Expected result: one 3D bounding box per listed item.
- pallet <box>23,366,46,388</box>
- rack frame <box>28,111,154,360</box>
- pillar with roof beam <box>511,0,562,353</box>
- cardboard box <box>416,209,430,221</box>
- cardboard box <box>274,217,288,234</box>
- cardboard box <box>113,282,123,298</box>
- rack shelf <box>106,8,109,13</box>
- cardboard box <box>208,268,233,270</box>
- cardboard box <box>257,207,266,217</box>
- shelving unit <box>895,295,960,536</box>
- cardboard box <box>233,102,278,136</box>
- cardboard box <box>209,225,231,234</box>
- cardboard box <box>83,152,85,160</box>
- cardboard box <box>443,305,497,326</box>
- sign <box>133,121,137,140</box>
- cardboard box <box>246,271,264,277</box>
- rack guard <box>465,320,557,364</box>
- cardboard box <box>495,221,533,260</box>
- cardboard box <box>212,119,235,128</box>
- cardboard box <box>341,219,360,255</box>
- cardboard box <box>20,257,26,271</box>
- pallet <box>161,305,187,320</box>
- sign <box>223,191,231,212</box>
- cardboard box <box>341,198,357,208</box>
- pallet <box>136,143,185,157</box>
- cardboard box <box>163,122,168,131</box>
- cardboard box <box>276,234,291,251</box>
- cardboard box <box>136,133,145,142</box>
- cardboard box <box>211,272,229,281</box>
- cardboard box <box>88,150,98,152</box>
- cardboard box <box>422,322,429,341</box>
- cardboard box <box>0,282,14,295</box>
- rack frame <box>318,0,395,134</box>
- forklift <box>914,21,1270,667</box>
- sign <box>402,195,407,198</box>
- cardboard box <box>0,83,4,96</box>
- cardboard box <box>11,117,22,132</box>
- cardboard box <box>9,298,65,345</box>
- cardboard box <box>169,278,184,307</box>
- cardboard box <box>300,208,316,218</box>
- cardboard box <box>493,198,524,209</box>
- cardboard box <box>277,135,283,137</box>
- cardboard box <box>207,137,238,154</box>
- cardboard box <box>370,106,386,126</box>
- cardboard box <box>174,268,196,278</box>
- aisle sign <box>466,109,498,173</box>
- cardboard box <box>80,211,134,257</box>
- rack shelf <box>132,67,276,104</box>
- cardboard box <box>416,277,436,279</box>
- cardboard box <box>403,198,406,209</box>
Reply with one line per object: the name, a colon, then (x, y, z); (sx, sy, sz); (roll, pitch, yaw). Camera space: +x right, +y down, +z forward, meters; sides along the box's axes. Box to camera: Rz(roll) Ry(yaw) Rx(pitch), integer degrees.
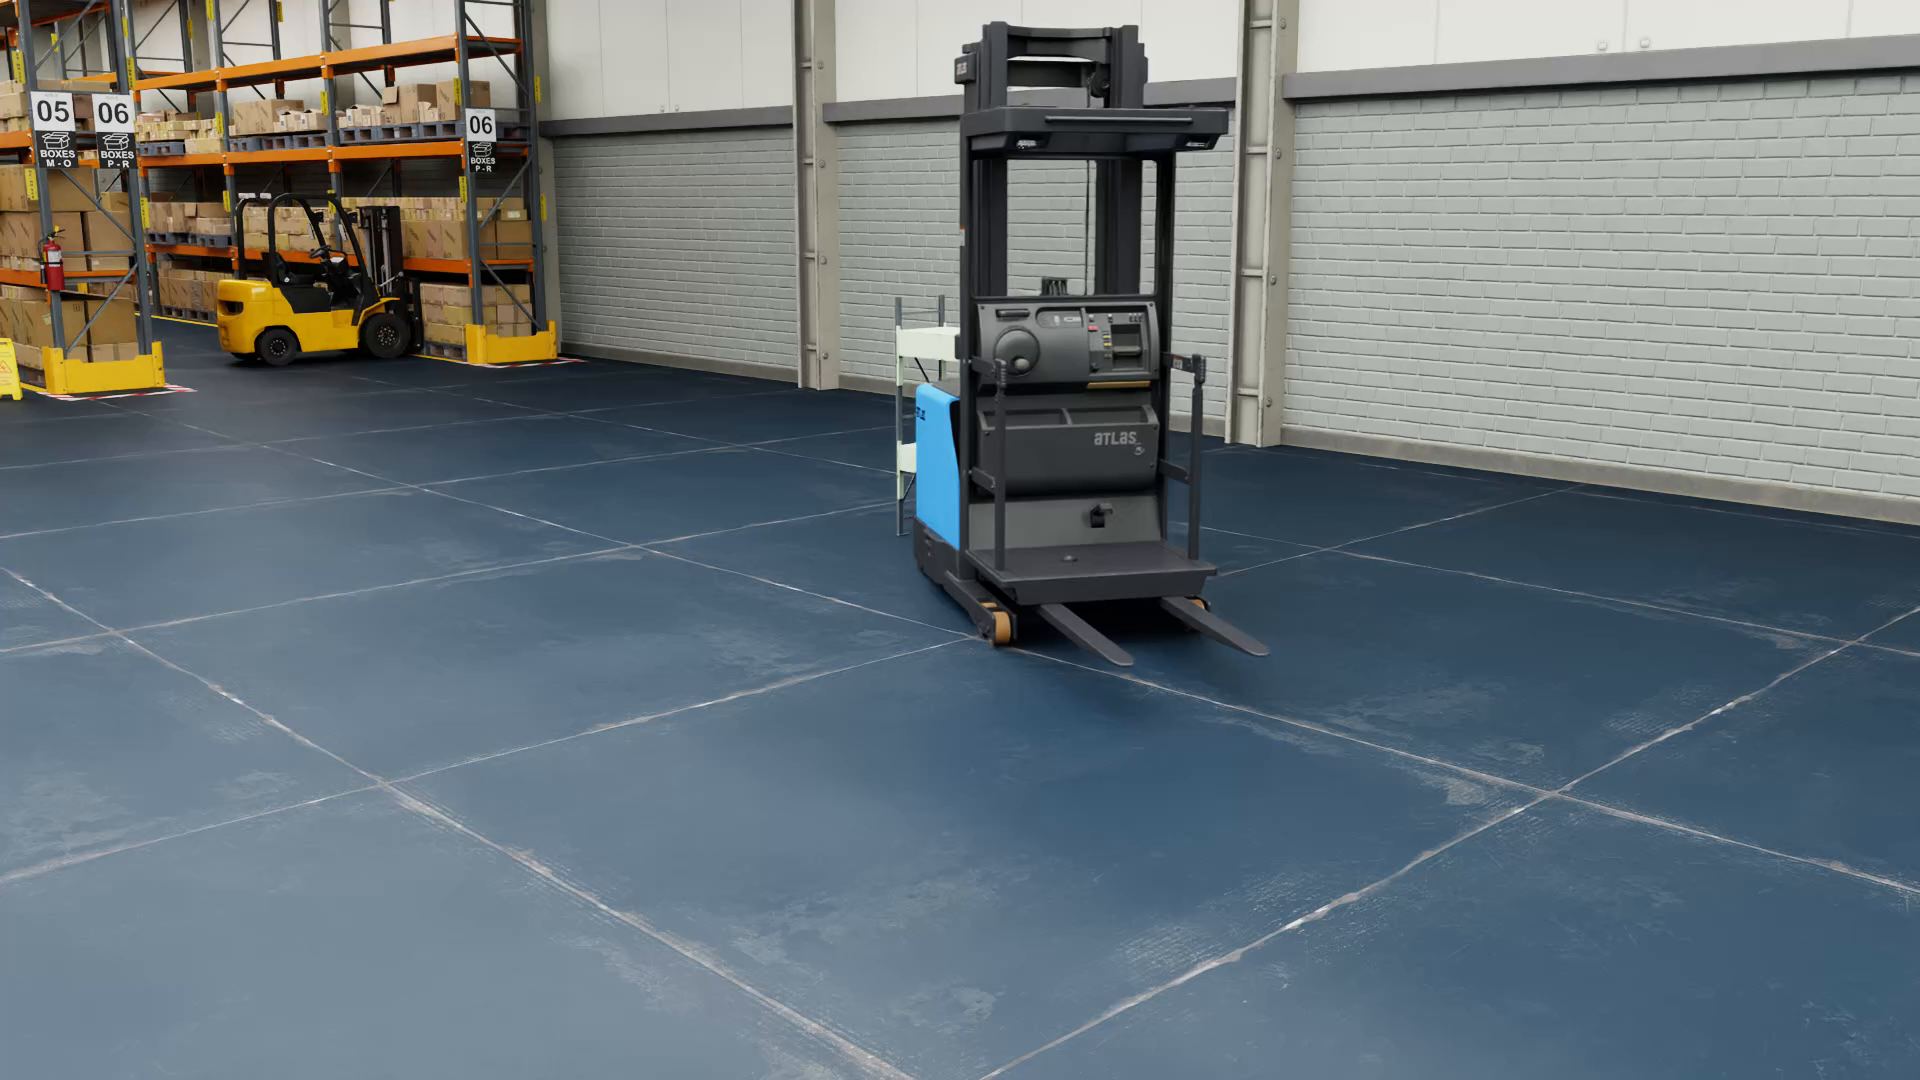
pallet: (-10.075, -1.914, 19.178); (1.003, 0.211, 1.213); (-11, 16, -43)
rack frame: (-9.487, -3.145, 18.243); (1.000, 3.000, 0.127); (-11, 16, -43)
pillar with roof beam: (-8.842, -6.403, 19.189); (9.100, 9.000, 0.400); (-11, 16, -43)
cardboard box: (-7.056, -4.365, 22.310); (0.250, 0.149, 0.380); (11, 16, 43)
cardboard box: (-10.230, -4.854, 25.672); (0.500, 0.250, 0.500); (-11, 16, -42)
cardboard box: (-15.740, -4.830, 31.576); (0.500, 0.500, 0.500); (-11, 16, -42)
rack shelf: (-15.567, -10.094, 30.652); (1.077, 0.370, 4.000); (-11, 16, -43)
cardboard box: (-13.168, -4.769, 29.670); (0.250, 0.149, 0.380); (11, 16, 42)
cardboard box: (-10.846, -5.175, 26.240); (0.380, 0.149, 0.250); (-11, 16, -42)
shelving unit: (0.005, -0.734, 10.255); (0.431, 1.500, 0.755); (-11, 16, -43)
cardboard box: (-11.100, -6.638, 26.227); (0.500, 0.500, 0.500); (-11, 16, -42)
cardboard box: (-12.155, -5.130, 27.459); (0.380, 0.149, 0.250); (-11, 16, -42)
cardboard box: (-16.697, -7.405, 32.109); (0.380, 0.149, 0.250); (-11, 16, -42)
cardboard box: (-6.461, -2.969, 21.921); (0.500, 0.250, 0.500); (-11, 16, -43)
sign: (-14.573, -7.234, 29.376); (0.100, 0.325, 0.005); (-11, 16, -43)
cardboard box: (-11.952, -4.491, 28.323); (0.380, 0.149, 0.250); (-11, 16, -42)
rack guard: (-5.883, -2.609, 21.838); (1.175, 0.500, 0.348); (-11, 16, -43)
cardboard box: (-6.040, -3.997, 22.132); (0.500, 0.500, 0.500); (-10, 15, -41)
cardboard box: (-11.875, -6.750, 26.956); (0.380, 0.149, 0.250); (-10, 15, -41)
cardboard box: (-8.544, -4.369, 23.936); (0.500, 0.500, 0.500); (11, 16, 44)
cardboard box: (-10.316, -3.109, 18.689); (0.380, 0.149, 0.250); (-11, 16, -44)
pallet: (-13.597, -4.109, 29.834); (1.003, 0.211, 1.213); (-11, 16, -43)
sign: (-11.810, -5.456, 26.788); (0.100, 0.325, 0.005); (-11, 16, -43)
cardboard box: (-8.656, -4.846, 23.905); (0.380, 0.149, 0.250); (-10, 16, -41)
pallet: (-13.787, -6.861, 29.310); (1.213, 0.211, 1.003); (-11, 16, -43)
cardboard box: (-13.358, -7.052, 28.369); (0.380, 0.149, 0.250); (-11, 16, -42)
cardboard box: (-10.233, -4.608, 25.717); (0.500, 0.250, 0.500); (-10, 15, -41)
cardboard box: (-14.267, -7.090, 29.293); (0.380, 0.149, 0.250); (-11, 16, -42)
cardboard box: (-12.458, -4.466, 28.200); (0.380, 0.149, 0.250); (-10, 15, -41)
cardboard box: (-16.129, -7.463, 31.403); (0.500, 0.250, 0.500); (11, 16, 43)
cardboard box: (-7.128, -2.869, 22.676); (0.500, 0.250, 0.500); (-11, 16, -42)
cardboard box: (-11.450, -3.009, 19.889); (0.380, 0.149, 0.250); (-10, 15, -39)
rack frame: (-8.661, -7.359, 23.831); (1.000, 3.000, 0.127); (-11, 16, -43)
forklift: (0.600, -1.016, 8.079); (1.130, 2.935, 3.031); (-3, 12, -14)
sign: (-8.261, -4.961, 24.718); (0.100, 0.325, 0.005); (-11, 16, -43)
cardboard box: (-10.575, -5.048, 18.695); (0.380, 0.149, 0.250); (-11, 16, -43)
cardboard box: (-10.131, -4.536, 18.183); (0.380, 0.149, 0.250); (-11, 16, -42)
cardboard box: (-10.591, -2.528, 19.161); (0.500, 0.500, 0.500); (-10, 15, -40)
cardboard box: (-13.640, -4.392, 29.448); (0.500, 0.500, 0.500); (-11, 16, -43)
cardboard box: (-9.658, -4.905, 24.929); (0.250, 0.149, 0.380); (11, 16, 43)
cardboard box: (-5.977, -4.428, 21.880); (0.380, 0.149, 0.250); (-11, 16, -44)
cardboard box: (-10.738, -6.585, 26.590); (0.500, 0.250, 0.500); (-11, 16, -43)
cardboard box: (-11.954, -6.442, 27.182); (0.500, 0.250, 0.500); (11, 16, 43)
cardboard box: (-7.856, -5.820, 22.838); (0.258, 0.266, 0.396); (11, 16, 44)
cardboard box: (-13.698, -4.733, 29.496); (0.250, 0.149, 0.380); (11, 16, 42)
aisle sign: (-6.066, -5.060, 21.096); (0.394, 0.787, 0.004); (-11, 16, -43)
cardboard box: (-9.613, -3.447, 18.726); (0.500, 0.500, 0.500); (-11, 16, -43)
rack shelf: (-12.805, -7.687, 28.194); (1.077, 0.370, 4.000); (-11, 16, -43)
cardboard box: (-7.821, -3.653, 24.004); (0.500, 0.250, 0.500); (-11, 16, -43)
cardboard box: (-7.362, -4.596, 22.691); (0.380, 0.149, 0.250); (-11, 16, -42)
